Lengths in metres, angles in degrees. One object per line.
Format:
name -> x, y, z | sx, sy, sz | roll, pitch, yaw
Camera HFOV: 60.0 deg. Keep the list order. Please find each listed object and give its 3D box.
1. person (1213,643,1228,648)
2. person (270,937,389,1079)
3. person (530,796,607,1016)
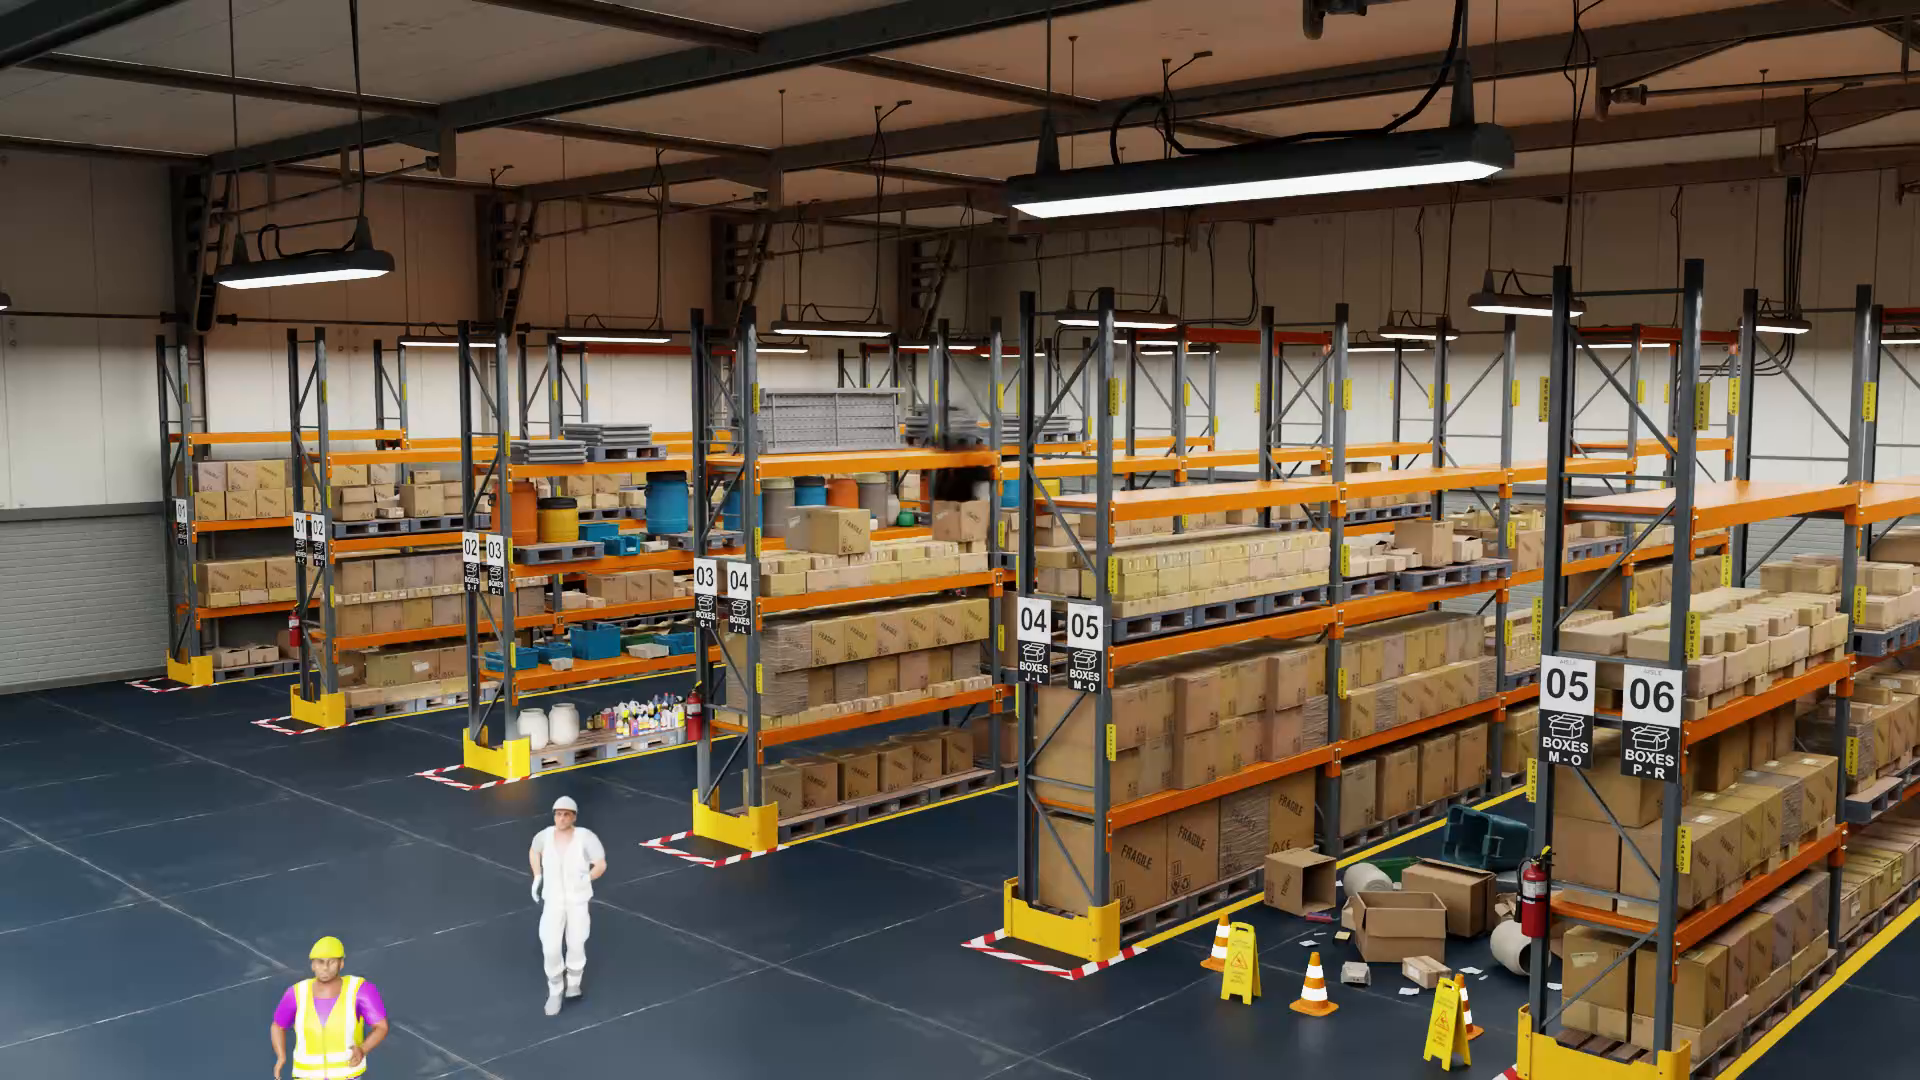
person -> 3.562, 2.164, 22.662 | 0.699, 1.740, 0.792 | 5, 7, 42
person -> -3.941, 3.331, 10.398 | 0.712, 1.732, 0.795 | -1, 6, -14
person -> -3.234, 3.004, 13.700 | 0.642, 1.816, 0.738 | -1, 5, -8
